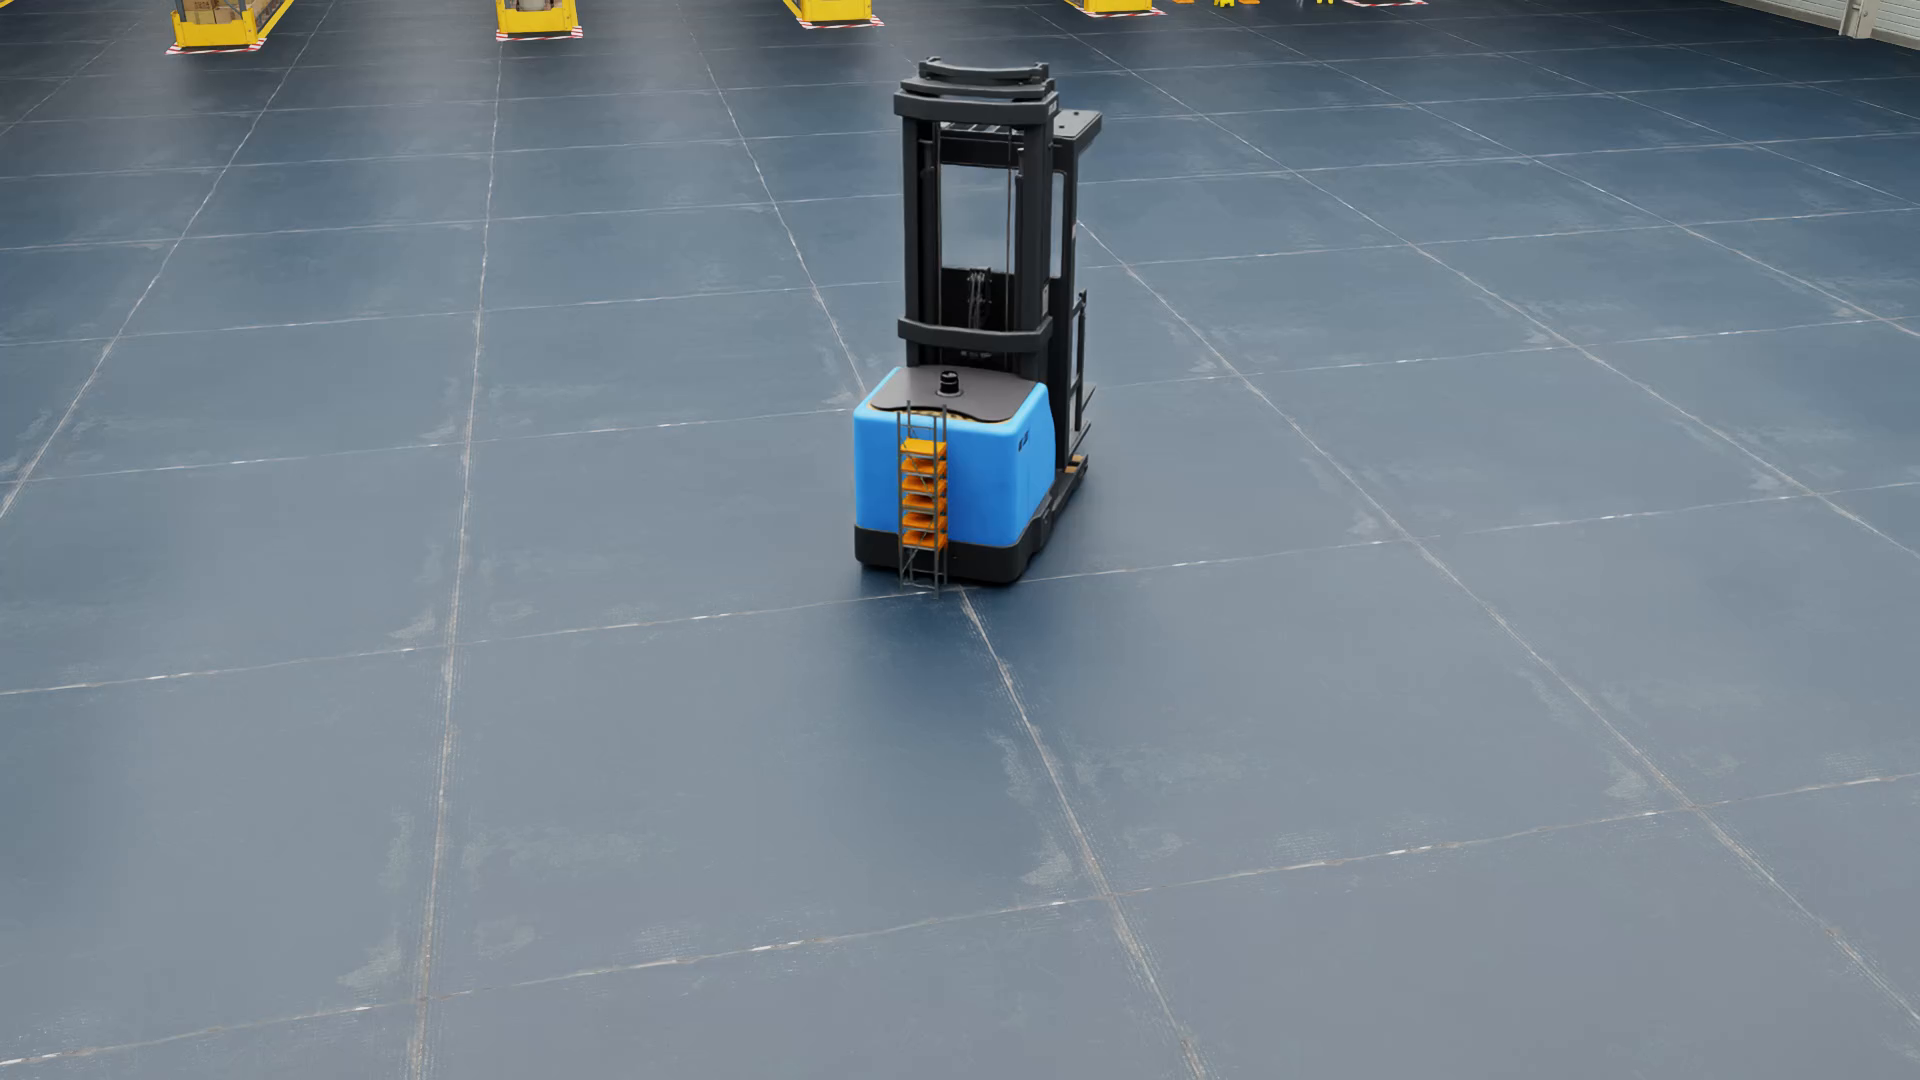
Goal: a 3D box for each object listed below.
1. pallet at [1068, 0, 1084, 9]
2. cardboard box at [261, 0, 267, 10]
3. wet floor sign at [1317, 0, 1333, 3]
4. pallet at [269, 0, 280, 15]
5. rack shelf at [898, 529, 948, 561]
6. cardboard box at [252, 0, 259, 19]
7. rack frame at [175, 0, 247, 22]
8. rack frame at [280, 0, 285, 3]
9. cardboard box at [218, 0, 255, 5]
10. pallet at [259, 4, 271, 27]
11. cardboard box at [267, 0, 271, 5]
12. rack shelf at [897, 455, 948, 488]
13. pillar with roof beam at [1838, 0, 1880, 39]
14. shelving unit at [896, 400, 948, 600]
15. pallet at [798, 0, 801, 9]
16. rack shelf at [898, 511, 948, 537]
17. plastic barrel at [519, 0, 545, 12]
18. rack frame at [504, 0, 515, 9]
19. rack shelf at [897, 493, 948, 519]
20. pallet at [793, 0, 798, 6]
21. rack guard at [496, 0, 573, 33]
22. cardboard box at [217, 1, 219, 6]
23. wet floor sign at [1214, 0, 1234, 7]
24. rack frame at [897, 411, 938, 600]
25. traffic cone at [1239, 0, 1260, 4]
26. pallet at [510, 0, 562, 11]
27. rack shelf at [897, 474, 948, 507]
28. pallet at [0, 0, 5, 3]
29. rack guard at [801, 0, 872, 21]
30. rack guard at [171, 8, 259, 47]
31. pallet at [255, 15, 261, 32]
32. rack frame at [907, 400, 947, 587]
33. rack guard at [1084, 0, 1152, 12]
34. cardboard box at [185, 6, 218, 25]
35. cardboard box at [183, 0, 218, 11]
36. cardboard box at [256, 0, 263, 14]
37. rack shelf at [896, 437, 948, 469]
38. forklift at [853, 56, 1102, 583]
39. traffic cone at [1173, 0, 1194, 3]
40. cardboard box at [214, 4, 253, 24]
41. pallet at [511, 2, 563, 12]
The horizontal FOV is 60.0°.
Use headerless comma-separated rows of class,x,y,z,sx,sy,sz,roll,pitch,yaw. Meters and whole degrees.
pallet,2.508,-9.770,29.872,1.003,0.211,1.213,-6,27,-12
cardboard box,-11.983,-9.085,28.006,0.500,0.250,0.500,-6,27,-12
wet floor sign,6.565,-9.976,29.798,0.267,0.644,0.232,3,27,6
pallet,-12.506,-9.366,29.072,1.003,0.211,1.213,-6,27,-12
rack shelf,-0.221,0.026,9.998,0.258,0.103,0.180,8,28,15
cardboard box,-11.763,-8.645,27.135,0.500,0.250,0.500,-6,27,-12
rack frame,-11.743,-9.208,25.665,1.000,3.000,0.127,-6,27,-12
rack frame,-12.644,-10.964,29.144,1.000,3.000,0.127,-6,27,-12
cardboard box,-11.761,-8.980,26.966,0.500,0.500,0.500,-6,27,-12
pallet,-12.227,-8.829,28.009,1.003,0.211,1.213,-6,27,-12
cardboard box,-12.097,-9.304,28.440,0.500,0.250,0.500,-6,27,-12
rack shelf,-0.221,-0.403,9.782,0.258,0.103,0.180,8,28,15
pillar with roof beam,10.279,-11.729,24.000,9.100,9.000,0.400,-6,27,-12
shelving unit,-0.221,-0.228,9.870,0.258,1.200,0.189,8,28,15
pallet,-2.256,-9.361,29.062,1.003,0.211,1.213,-6,27,-12
rack shelf,-0.221,-0.081,9.944,0.258,0.103,0.180,8,28,15
plastic barrel,-7.139,-9.068,27.681,0.421,0.512,0.421,0,27,0
rack frame,-6.916,-9.710,26.658,1.000,3.000,0.127,-6,27,-12
rack shelf,-0.221,-0.188,9.890,0.258,0.103,0.180,8,28,15
pallet,-2.528,-9.896,30.121,1.003,0.211,1.213,-6,27,-12
rack guard,-6.979,-8.622,27.278,1.175,0.500,0.348,-6,27,-12
cardboard box,-12.276,-8.592,27.029,0.500,0.250,0.500,-6,27,-12
wet floor sign,4.700,-9.809,29.468,0.267,0.644,0.232,-11,29,-20
rack frame,-0.247,-0.189,9.792,0.240,1.200,0.006,8,28,15
traffic cone,5.206,-9.882,29.815,0.336,0.463,0.334,-6,27,-12
pallet,-7.428,-9.385,29.110,1.003,0.211,1.213,-6,27,-12
rack shelf,-0.221,-0.295,9.836,0.258,0.103,0.180,8,28,15
pallet,-17.647,-9.556,29.449,1.003,0.211,1.213,-6,27,-12
rack guard,-2.108,-9.130,28.284,1.175,0.500,0.348,-6,27,-12
rack guard,-11.737,-8.082,26.207,1.175,0.500,0.348,-6,27,-12
pallet,-11.956,-8.295,26.950,1.003,0.211,1.213,-6,27,-12
rack frame,-0.194,-0.267,9.948,0.240,1.200,0.006,8,28,15
rack guard,2.770,-9.545,29.107,1.175,0.500,0.348,-6,27,-12
cardboard box,-12.152,-8.374,26.596,0.500,0.250,0.500,-6,27,-12
cardboard box,-12.154,-8.708,26.427,0.500,0.500,0.500,-6,27,-12
cardboard box,-11.875,-8.865,27.570,0.500,0.250,0.500,-6,27,-12
rack shelf,-0.221,-0.510,9.728,0.258,0.103,0.180,8,28,15
forklift,0.262,-1.695,10.855,1.130,2.935,3.031,8,28,15
traffic cone,4.028,-9.917,29.884,0.336,0.463,0.334,-6,27,-12
cardboard box,-11.647,-8.426,26.701,0.500,0.250,0.500,-6,27,-12
pallet,-7.157,-8.850,28.050,1.003,0.211,1.213,-6,27,-12
